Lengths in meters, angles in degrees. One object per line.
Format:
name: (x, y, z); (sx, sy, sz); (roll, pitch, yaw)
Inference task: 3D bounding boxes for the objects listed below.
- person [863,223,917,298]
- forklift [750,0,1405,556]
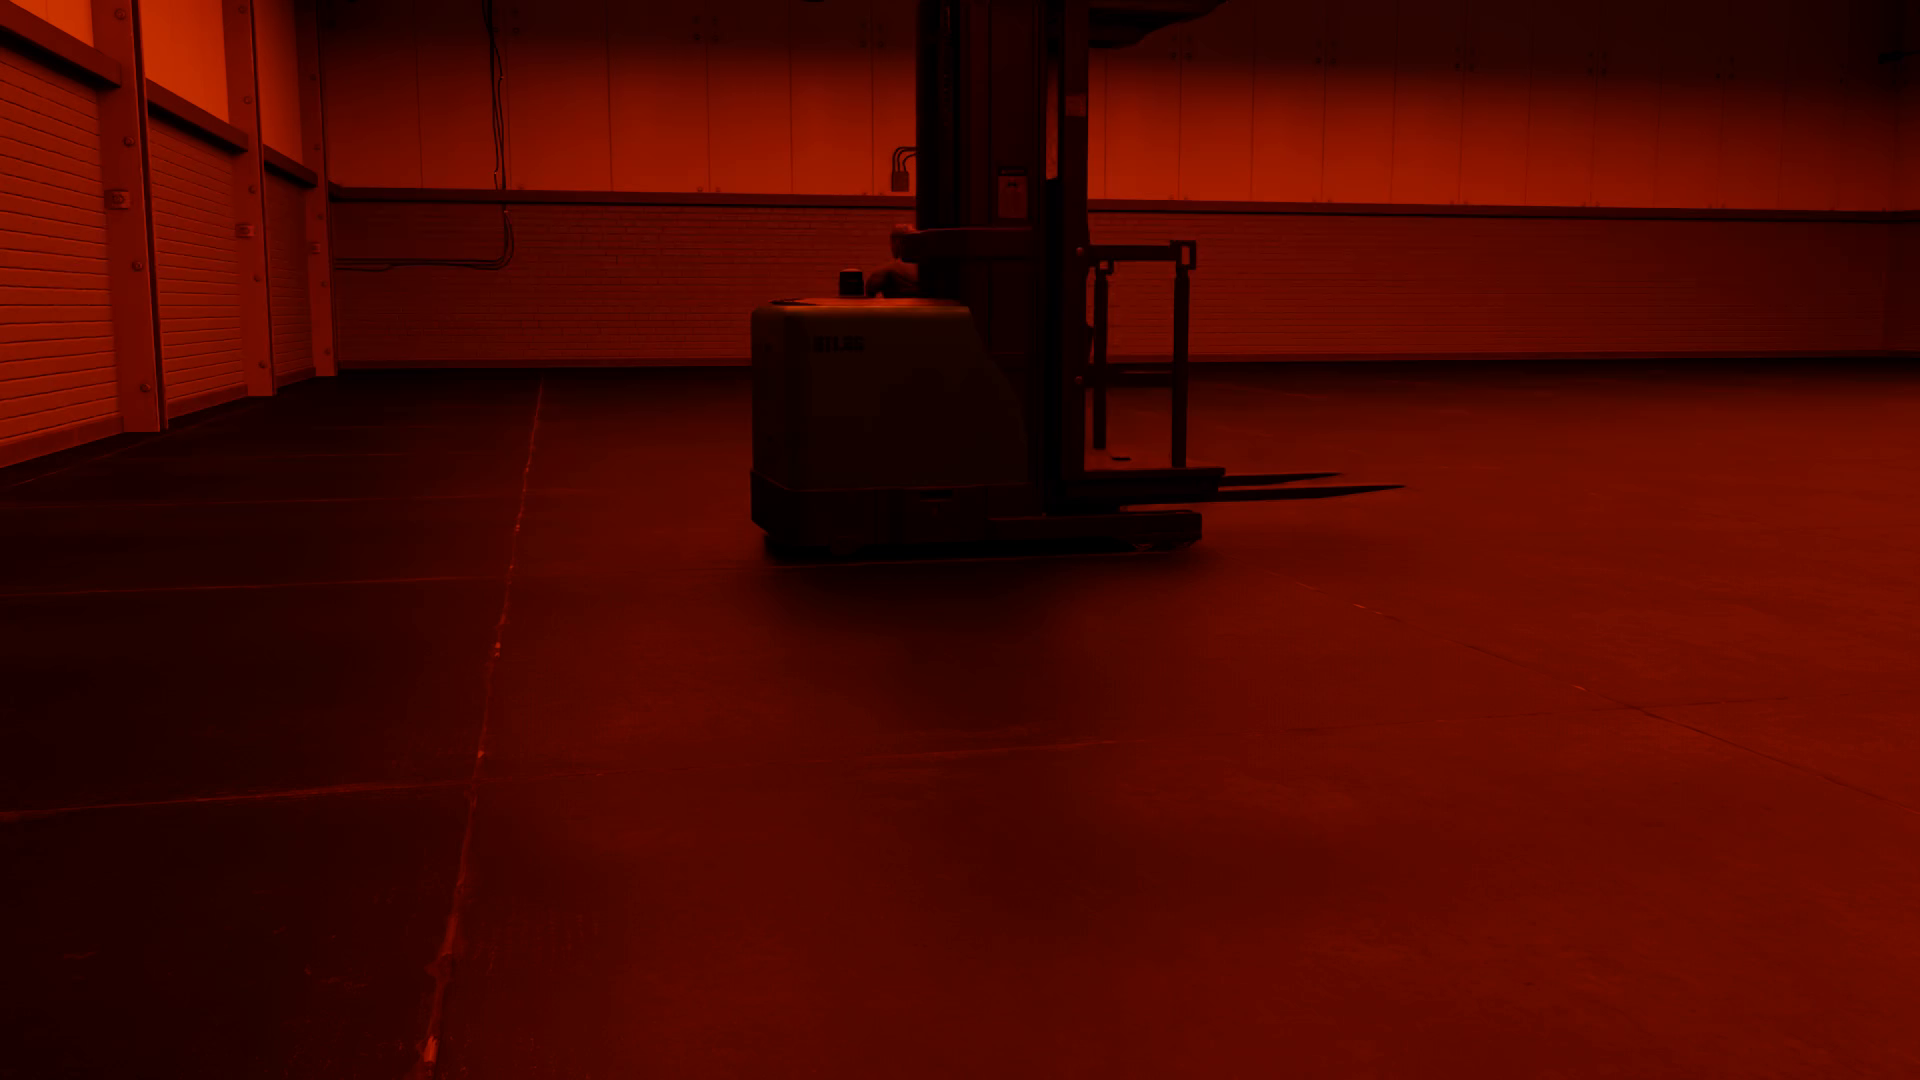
person: (-0.361, -1.296, 11.214); (0.912, 1.653, 0.688); (-4, 9, -28)
forklift: (0.585, -1.476, 7.682); (3.031, 2.935, 1.130); (-2, 8, -16)
